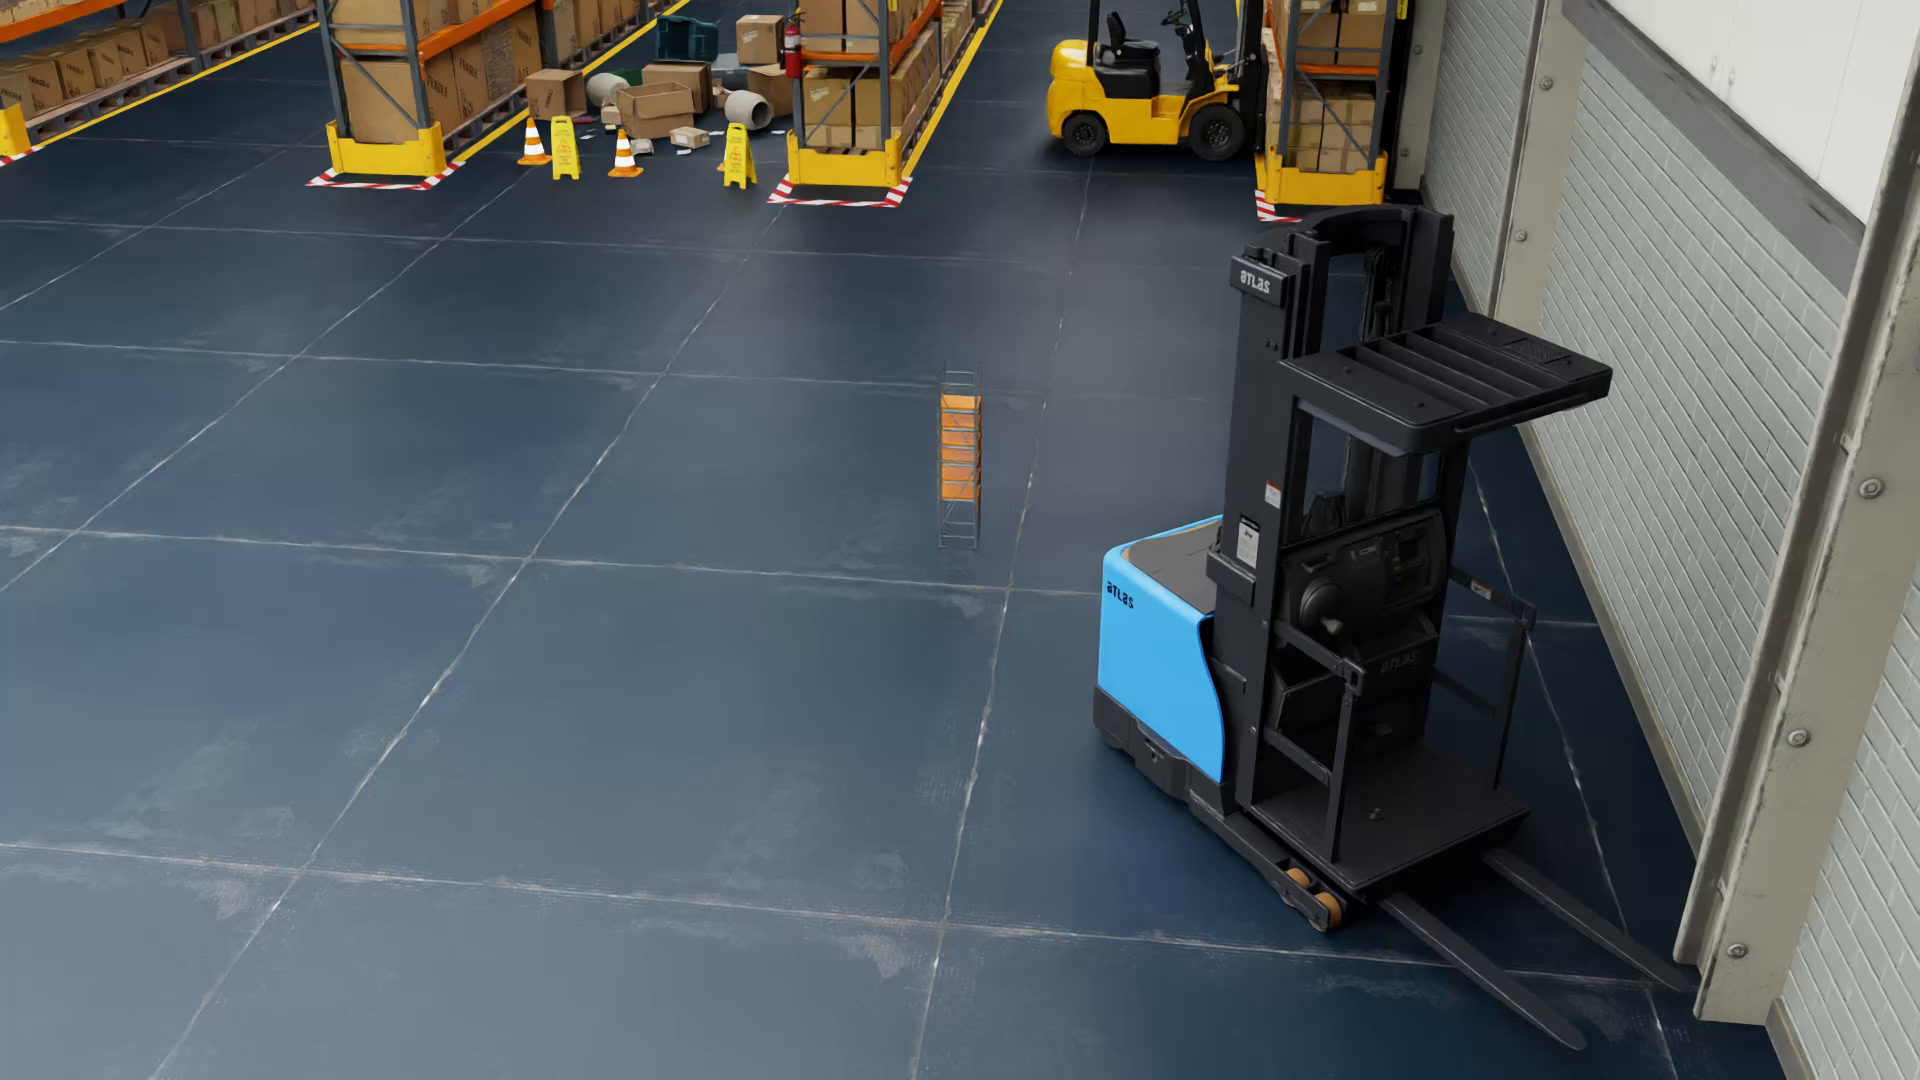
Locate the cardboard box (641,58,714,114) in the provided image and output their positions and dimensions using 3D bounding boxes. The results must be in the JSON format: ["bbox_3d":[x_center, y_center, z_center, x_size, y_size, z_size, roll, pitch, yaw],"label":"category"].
[{"bbox_3d":[-3.410,-5.461,20.004,0.797,0.637,0.503,3,28,6],"label":"cardboard box"}]

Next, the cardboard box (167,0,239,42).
[{"bbox_3d":[-10.390,-7.149,22.820,0.700,0.500,0.500,3,28,6],"label":"cardboard box"}]

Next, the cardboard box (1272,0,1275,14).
[{"bbox_3d":[3.837,-6.286,18.941,0.500,0.500,0.500,4,29,7],"label":"cardboard box"}]

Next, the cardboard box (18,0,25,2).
[{"bbox_3d":[-11.017,-6.336,18.721,0.875,0.500,0.500,3,28,6],"label":"cardboard box"}]

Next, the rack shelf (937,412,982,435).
[{"bbox_3d":[-0.002,-0.694,10.152,0.258,0.103,0.180,3,28,6],"label":"rack shelf"}]

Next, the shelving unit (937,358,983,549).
[{"bbox_3d":[-0.002,-0.521,10.245,0.258,1.200,0.189,3,28,6],"label":"shelving unit"}]

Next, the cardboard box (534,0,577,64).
[{"bbox_3d":[-5.667,-6.700,21.745,1.050,0.750,0.750,3,28,6],"label":"cardboard box"}]

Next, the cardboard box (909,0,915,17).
[{"bbox_3d":[-0.764,-5.951,18.007,0.500,0.500,0.500,3,28,5],"label":"cardboard box"}]

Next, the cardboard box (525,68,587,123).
[{"bbox_3d":[-4.825,-5.319,19.885,0.500,0.500,0.500,8,29,15],"label":"cardboard box"}]

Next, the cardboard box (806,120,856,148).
[{"bbox_3d":[-1.384,-4.467,18.128,0.500,0.250,0.500,3,28,6],"label":"cardboard box"}]

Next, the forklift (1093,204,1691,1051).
[{"bbox_3d":[1.885,0.181,7.116,1.130,2.935,3.031,-16,32,-27],"label":"forklift"}]

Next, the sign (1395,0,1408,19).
[{"bbox_3d":[4.258,-5.180,15.997,0.100,0.325,0.005,3,28,6],"label":"sign"}]

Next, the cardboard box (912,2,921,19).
[{"bbox_3d":[-0.643,-5.968,18.723,0.380,0.149,0.250,4,29,7],"label":"cardboard box"}]

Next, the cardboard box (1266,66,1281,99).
[{"bbox_3d":[3.564,-4.927,17.927,0.500,0.250,0.500,4,29,7],"label":"cardboard box"}]

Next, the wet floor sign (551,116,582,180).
[{"bbox_3d":[-4.182,-4.160,17.584,0.267,0.644,0.232,-1,28,-3],"label":"wet floor sign"}]

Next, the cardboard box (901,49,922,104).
[{"bbox_3d":[-0.714,-5.247,18.784,0.500,0.500,0.500,4,29,7],"label":"cardboard box"}]

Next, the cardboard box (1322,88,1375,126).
[{"bbox_3d":[3.955,-4.428,17.002,0.500,0.250,0.500,3,28,5],"label":"cardboard box"}]

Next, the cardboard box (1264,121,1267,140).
[{"bbox_3d":[3.593,-4.481,18.153,0.500,0.250,0.500,4,29,7],"label":"cardboard box"}]

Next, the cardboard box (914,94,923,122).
[{"bbox_3d":[-0.721,-4.921,18.970,0.500,0.250,0.500,5,29,10],"label":"cardboard box"}]

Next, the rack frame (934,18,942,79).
[{"bbox_3d":[-0.729,-6.968,20.314,1.000,3.000,0.127,3,28,6],"label":"rack frame"}]

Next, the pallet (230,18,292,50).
[{"bbox_3d":[-10.323,-7.259,23.793,1.003,0.211,1.213,3,28,6],"label":"pallet"}]

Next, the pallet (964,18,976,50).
[{"bbox_3d":[-0.336,-7.256,23.787,1.003,0.211,1.213,3,28,6],"label":"pallet"}]

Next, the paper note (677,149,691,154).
[{"bbox_3d":[-3.078,-4.339,18.564,0.148,0.019,0.142,-6,29,-11],"label":"paper note"}]

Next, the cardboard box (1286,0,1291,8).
[{"bbox_3d":[3.474,-5.430,16.669,0.380,0.149,0.250,4,29,7],"label":"cardboard box"}]

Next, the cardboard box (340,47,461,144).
[{"bbox_3d":[-6.126,-4.898,18.268,0.875,0.875,0.875,4,29,6],"label":"cardboard box"}]

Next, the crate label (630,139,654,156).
[{"bbox_3d":[-3.555,-4.381,18.529,0.250,0.136,0.298,-11,30,-20],"label":"crate label"}]

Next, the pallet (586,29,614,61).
[{"bbox_3d":[-5.487,-6.924,23.172,1.003,0.211,1.213,3,28,6],"label":"pallet"}]

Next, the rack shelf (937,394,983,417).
[{"bbox_3d":[-0.002,-0.799,10.095,0.258,0.103,0.180,3,28,6],"label":"rack shelf"}]

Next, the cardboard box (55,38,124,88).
[{"bbox_3d":[-10.713,-5.876,20.479,0.500,0.500,0.500,1,28,2],"label":"cardboard box"}]

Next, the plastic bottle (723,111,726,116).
[{"bbox_3d":[-2.748,-5.176,20.085,0.133,0.061,0.283,8,29,15],"label":"plastic bottle"}]

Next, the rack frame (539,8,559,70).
[{"bbox_3d":[-5.654,-7.208,20.759,1.000,3.000,0.127,3,28,6],"label":"rack frame"}]

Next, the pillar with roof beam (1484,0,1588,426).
[{"bbox_3d":[-0.320,-5.141,10.597,9.100,9.000,0.400,3,28,6],"label":"pillar with roof beam"}]

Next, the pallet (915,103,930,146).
[{"bbox_3d":[-0.923,-4.846,19.316,1.003,0.211,1.213,3,28,6],"label":"pallet"}]

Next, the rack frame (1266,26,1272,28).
[{"bbox_3d":[4.198,-6.681,19.782,1.000,3.000,0.127,3,28,6],"label":"rack frame"}]

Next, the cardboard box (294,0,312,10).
[{"bbox_3d":[-10.136,-8.204,24.779,0.700,0.500,0.500,2,28,4],"label":"cardboard box"}]

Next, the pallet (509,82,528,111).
[{"bbox_3d":[-5.825,-5.627,20.765,1.003,0.211,1.213,3,28,6],"label":"pallet"}]

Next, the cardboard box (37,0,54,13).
[{"bbox_3d":[-10.640,-6.140,19.042,0.380,0.149,0.250,3,28,6],"label":"cardboard box"}]

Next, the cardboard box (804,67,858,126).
[{"bbox_3d":[-1.379,-4.782,17.922,0.500,0.500,0.500,4,29,7],"label":"cardboard box"}]

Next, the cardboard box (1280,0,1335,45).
[{"bbox_3d":[3.581,-5.333,17.174,0.500,0.500,0.500,4,29,8],"label":"cardboard box"}]

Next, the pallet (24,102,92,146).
[{"bbox_3d":[-10.910,-4.850,19.322,1.003,0.211,1.213,3,28,6],"label":"pallet"}]

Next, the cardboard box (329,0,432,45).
[{"bbox_3d":[-6.143,-5.569,17.558,0.875,0.550,0.550,3,28,6],"label":"cardboard box"}]

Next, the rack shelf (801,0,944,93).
[{"bbox_3d":[-0.974,-5.710,18.737,1.077,0.370,4.000,3,28,6],"label":"rack shelf"}]

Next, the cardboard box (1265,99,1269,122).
[{"bbox_3d":[3.572,-4.720,18.070,0.500,0.250,0.500,3,28,5],"label":"cardboard box"}]

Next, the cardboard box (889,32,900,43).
[{"bbox_3d":[-0.842,-5.362,17.598,0.380,0.149,0.250,2,28,5],"label":"cardboard box"}]

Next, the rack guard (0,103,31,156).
[{"bbox_3d":[-11.045,-4.597,18.547,1.175,0.500,0.348,3,28,6],"label":"rack guard"}]

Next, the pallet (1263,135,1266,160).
[{"bbox_3d":[3.912,-4.506,18.684,1.003,0.211,1.213,3,28,6],"label":"pallet"}]

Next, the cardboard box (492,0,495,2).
[{"bbox_3d":[-5.915,-6.592,19.458,0.875,0.550,0.550,3,28,6],"label":"cardboard box"}]

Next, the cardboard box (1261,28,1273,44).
[{"bbox_3d":[3.827,-5.887,19.708,0.500,0.250,0.500,3,28,5],"label":"cardboard box"}]

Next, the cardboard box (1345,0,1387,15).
[{"bbox_3d":[4.007,-5.273,16.377,0.380,0.149,0.250,3,28,5],"label":"cardboard box"}]

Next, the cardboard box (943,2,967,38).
[{"bbox_3d":[-0.400,-7.266,23.194,0.950,0.372,0.625,3,28,5],"label":"cardboard box"}]
